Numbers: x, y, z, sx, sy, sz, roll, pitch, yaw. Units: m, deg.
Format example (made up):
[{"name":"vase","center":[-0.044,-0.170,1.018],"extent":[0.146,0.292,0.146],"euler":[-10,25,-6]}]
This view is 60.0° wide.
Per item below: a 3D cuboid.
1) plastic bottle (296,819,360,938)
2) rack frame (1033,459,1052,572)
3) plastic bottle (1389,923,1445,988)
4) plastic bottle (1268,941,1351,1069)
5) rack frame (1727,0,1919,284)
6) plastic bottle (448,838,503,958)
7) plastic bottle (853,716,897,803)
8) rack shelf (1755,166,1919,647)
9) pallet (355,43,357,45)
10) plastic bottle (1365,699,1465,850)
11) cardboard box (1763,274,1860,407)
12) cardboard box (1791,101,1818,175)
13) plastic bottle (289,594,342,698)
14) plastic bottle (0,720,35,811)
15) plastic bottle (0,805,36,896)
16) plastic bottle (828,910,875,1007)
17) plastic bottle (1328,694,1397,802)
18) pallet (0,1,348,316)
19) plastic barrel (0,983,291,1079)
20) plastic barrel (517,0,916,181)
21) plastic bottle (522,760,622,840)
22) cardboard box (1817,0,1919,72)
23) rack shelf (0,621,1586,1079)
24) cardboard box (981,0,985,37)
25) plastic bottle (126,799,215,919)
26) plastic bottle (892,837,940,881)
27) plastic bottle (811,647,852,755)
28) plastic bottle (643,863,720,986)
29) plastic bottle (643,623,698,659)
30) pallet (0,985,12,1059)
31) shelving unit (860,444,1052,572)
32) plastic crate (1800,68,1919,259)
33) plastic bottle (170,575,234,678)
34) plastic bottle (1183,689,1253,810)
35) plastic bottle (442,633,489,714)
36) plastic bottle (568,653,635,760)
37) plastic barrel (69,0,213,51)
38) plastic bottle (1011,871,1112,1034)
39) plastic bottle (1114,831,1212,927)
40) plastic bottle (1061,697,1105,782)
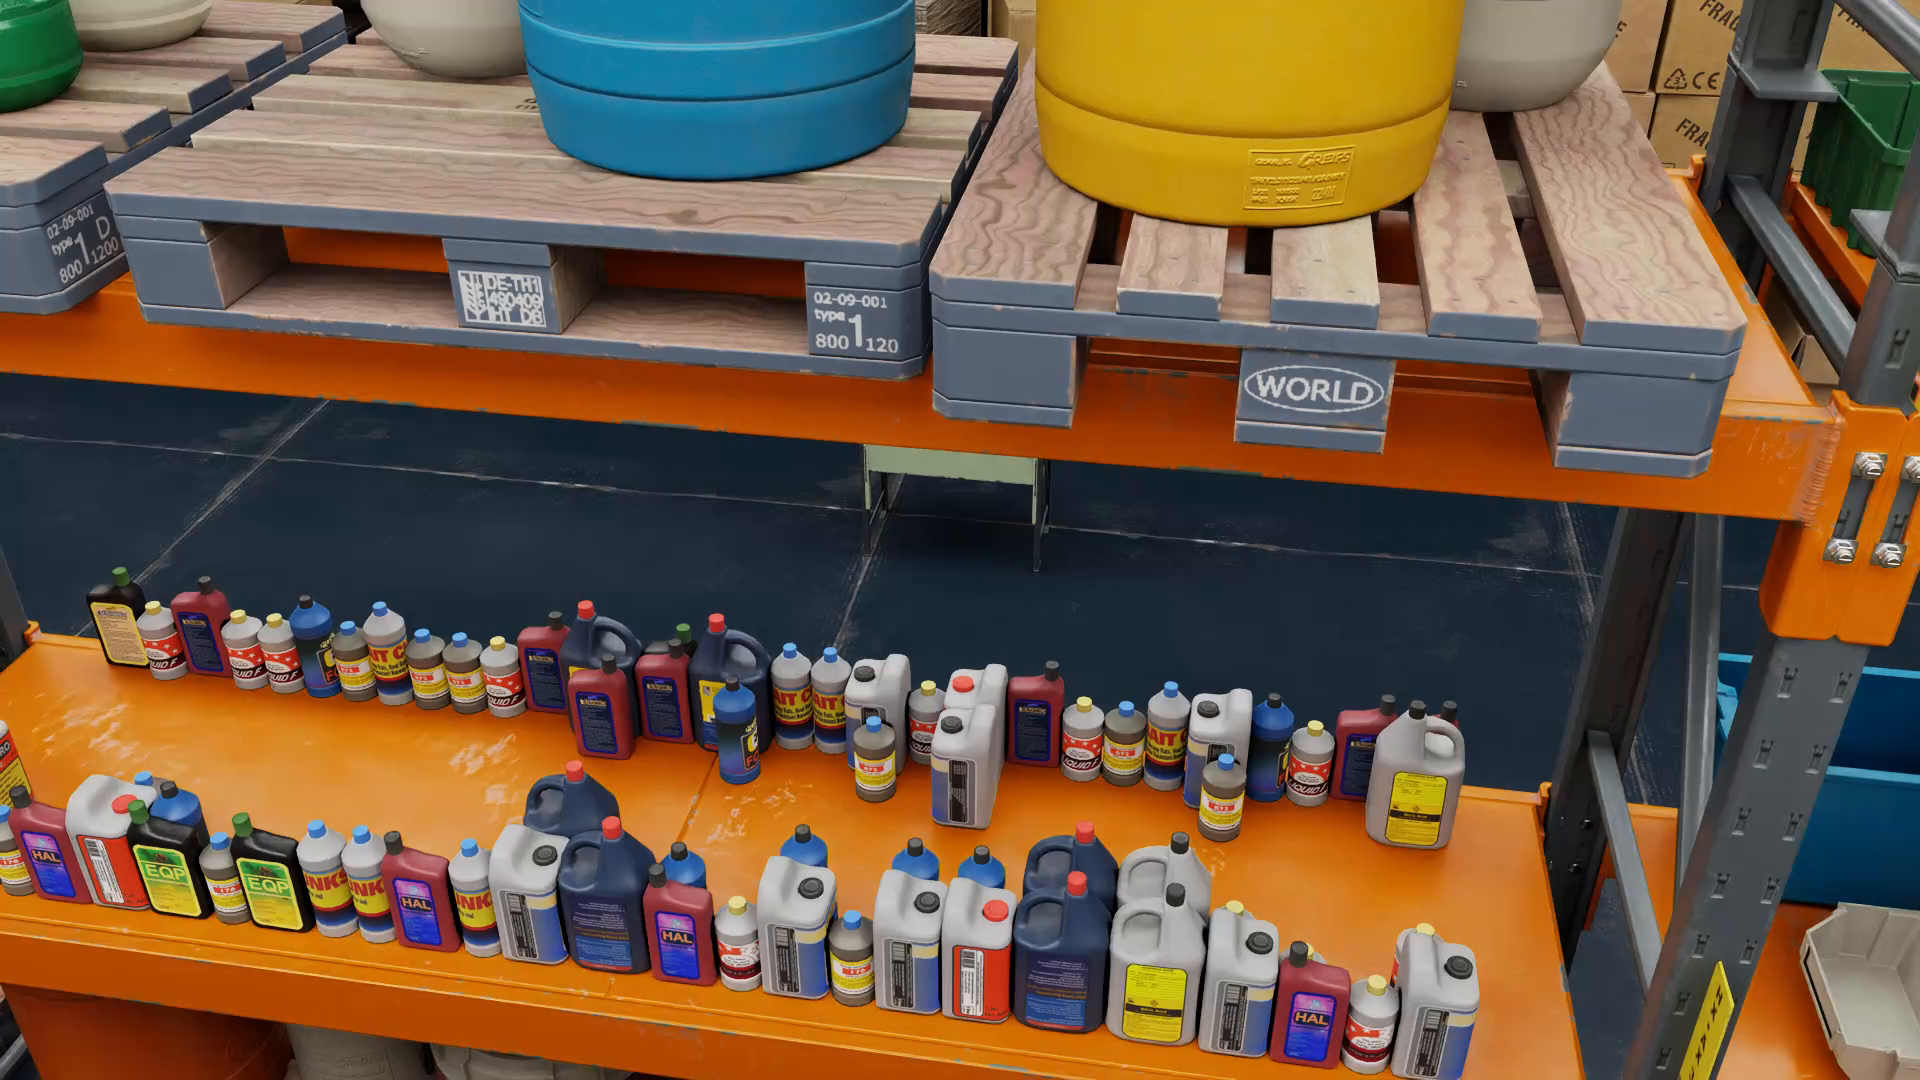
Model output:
[{"name":"plastic bottle","center":[-1.305,0.691,3.440],"extent":[0.097,0.271,0.097],"euler":[0,32,0]},{"name":"rack frame","center":[0.354,-0.604,6.801],"extent":[0.023,1.500,0.400],"euler":[5,32,8]},{"name":"plastic bottle","center":[0.900,0.839,3.270],"extent":[0.097,0.201,0.097],"euler":[0,32,0]},{"name":"plastic bottle","center":[0.662,0.874,3.136],"extent":[0.133,0.283,0.061],"euler":[5,32,8]},{"name":"rack frame","center":[1.341,-1.855,1.733],"extent":[0.127,3.000,1.000],"euler":[5,32,8]},{"name":"plastic bottle","center":[-0.982,0.720,3.393],"extent":[0.097,0.271,0.097],"euler":[0,32,0]},{"name":"plastic bottle","center":[-0.195,0.495,3.820],"extent":[0.097,0.201,0.097],"euler":[0,32,0]},{"name":"rack shelf","center":[3.312,-0.100,2.434],"extent":[4.000,0.370,1.077],"euler":[5,32,8]},{"name":"pallet","center":[-4.111,-3.957,13.373],"extent":[1.213,0.211,1.003],"euler":[5,32,8]},{"name":"plastic bottle","center":[1.008,0.504,3.664],"extent":[0.185,0.351,0.144],"euler":[5,32,8]},{"name":"cardboard box","center":[4.031,-0.866,7.745],"extent":[0.637,0.503,0.797],"euler":[5,32,8]},{"name":"cardboard box","center":[3.632,-1.667,6.992],"extent":[0.500,0.500,0.500],"euler":[5,32,8]},{"name":"plastic bottle","center":[-1.602,0.256,4.135],"extent":[0.097,0.271,0.097],"euler":[0,32,0]},{"name":"plastic bottle","center":[-2.204,0.511,3.723],"extent":[0.135,0.276,0.152],"euler":[5,32,8]},{"name":"plastic bottle","center":[-2.024,0.656,3.562],"extent":[0.097,0.201,0.097],"euler":[0,32,0]},{"name":"plastic bottle","center":[-0.211,0.820,3.300],"extent":[0.097,0.201,0.097],"euler":[0,32,0]},{"name":"plastic bottle","center":[0.920,0.469,3.783],"extent":[0.133,0.283,0.061],"euler":[5,32,8]},{"name":"pallet","center":[-1.865,-0.741,2.958],"extent":[1.213,0.211,1.003],"euler":[5,32,8]},{"name":"plastic barrel","center":[-2.117,1.107,4.304],"extent":[0.708,0.830,0.600],"euler":[5,32,8]},{"name":"plastic barrel","center":[-0.367,-1.047,2.400],"extent":[0.708,0.901,0.600],"euler":[5,32,8]},{"name":"plastic bottle","center":[-0.813,0.608,3.499],"extent":[0.185,0.351,0.144],"euler":[5,32,8]},{"name":"cardboard box","center":[3.610,-2.088,6.722],"extent":[0.500,0.500,0.500],"euler":[4,32,7]},{"name":"rack shelf","center":[-0.631,0.814,3.800],"extent":[4.000,0.370,1.077],"euler":[5,32,8]},{"name":"cardboard box","center":[-0.233,-3.983,12.417],"extent":[0.750,0.750,0.750],"euler":[5,32,8]},{"name":"plastic bottle","center":[-1.650,0.665,3.471],"extent":[0.133,0.283,0.061],"euler":[5,32,8]},{"name":"plastic bottle","center":[-0.089,0.719,3.395],"extent":[0.097,0.271,0.097],"euler":[0,32,0]},{"name":"plastic bottle","center":[-0.302,0.373,3.947],"extent":[0.097,0.271,0.097],"euler":[0,32,0]},{"name":"plastic bottle","center":[-0.556,0.764,3.313],"extent":[0.133,0.283,0.061],"euler":[5,32,8]},{"name":"plastic bottle","center":[-0.691,0.323,4.016],"extent":[0.133,0.283,0.061],"euler":[5,32,8]},{"name":"pallet","center":[-3.359,1.423,4.778],"extent":[1.213,0.211,1.003],"euler":[5,32,8]},{"name":"shelving unit","center":[-0.007,-0.636,6.853],"extent":[0.755,1.500,0.431],"euler":[5,32,8]},{"name":"plastic crate","center":[1.809,-0.614,2.777],"extent":[0.662,0.188,0.450],"euler":[5,32,8]},{"name":"plastic bottle","center":[-1.904,0.214,4.192],"extent":[0.133,0.283,0.061],"euler":[5,32,8]},{"name":"plastic bottle","center":[0.588,0.467,3.794],"extent":[0.135,0.276,0.152],"euler":[5,32,8]},{"name":"plastic bottle","center":[-1.218,0.320,4.098],"extent":[0.097,0.201,0.097],"euler":[0,32,0]},{"name":"plastic bottle","center":[-0.847,0.387,3.915],"extent":[0.133,0.283,0.061],"euler":[5,32,8]},{"name":"plastic barrel","center":[-1.521,-1.041,2.994],"extent":[0.301,0.262,0.301],"euler":[0,32,0]},{"name":"plastic bottle","center":[0.197,0.781,3.221],"extent":[0.185,0.351,0.144],"euler":[5,32,8]},{"name":"plastic bottle","center":[0.404,0.722,3.316],"extent":[0.185,0.351,0.144],"euler":[5,32,8]},{"name":"plastic bottle","center":[0.286,0.456,3.881],"extent":[0.097,0.201,0.097],"euler":[0,32,0]}]
